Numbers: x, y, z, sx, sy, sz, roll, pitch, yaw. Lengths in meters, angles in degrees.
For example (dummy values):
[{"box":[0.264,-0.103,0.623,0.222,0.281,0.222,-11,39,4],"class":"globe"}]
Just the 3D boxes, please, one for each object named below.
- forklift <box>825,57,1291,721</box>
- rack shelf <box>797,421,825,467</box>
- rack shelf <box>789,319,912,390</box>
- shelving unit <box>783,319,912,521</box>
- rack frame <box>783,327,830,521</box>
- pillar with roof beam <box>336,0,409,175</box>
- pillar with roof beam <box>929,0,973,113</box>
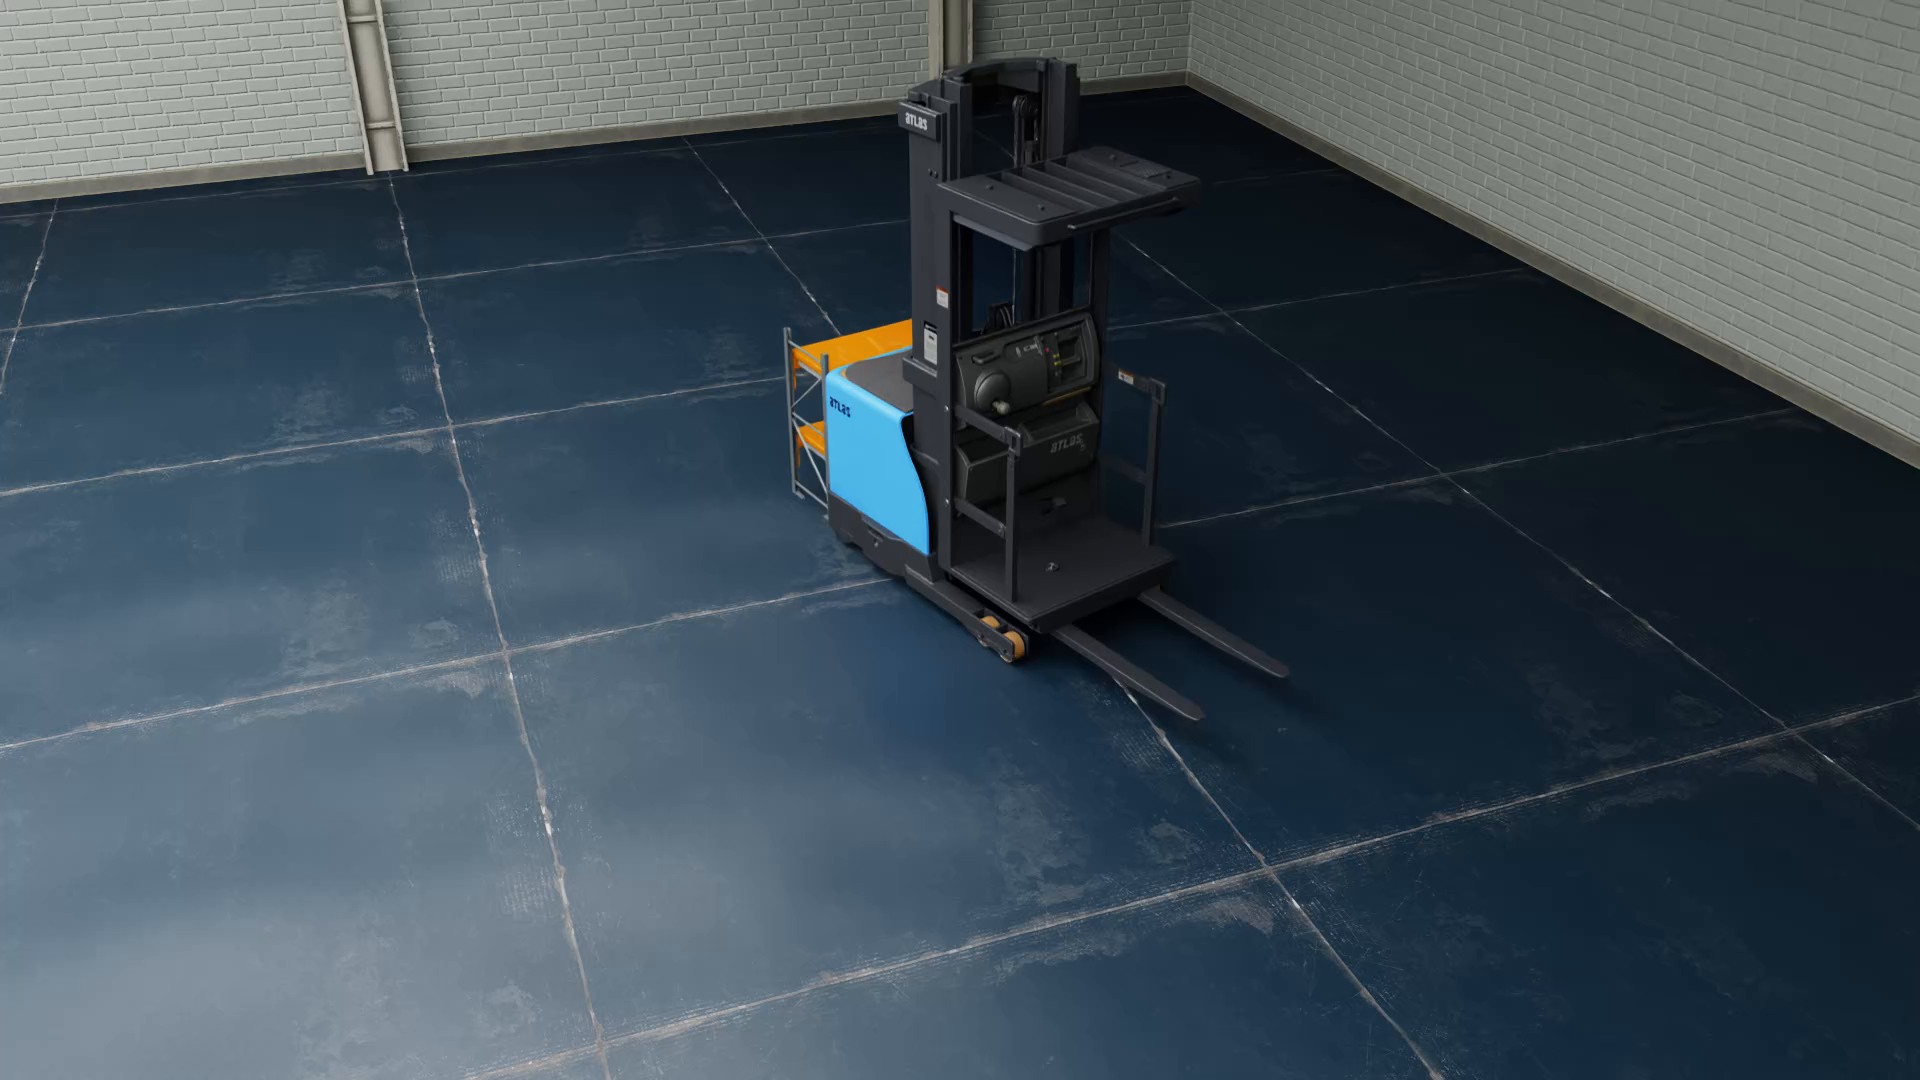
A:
[{"box":[0.498,-0.893,8.707,1.130,2.935,3.031,-21,36,-32],"class":"forklift"},{"box":[-0.499,-0.627,10.558,1.000,0.278,0.538,-18,34,-29],"class":"rack shelf"},{"box":[-0.499,-1.094,10.292,1.000,0.278,0.538,-18,34,-29],"class":"rack shelf"},{"box":[-0.499,-0.839,10.437,1.048,1.125,0.538,-18,34,-29],"class":"shelving unit"},{"box":[-0.921,-0.699,10.191,0.032,1.125,0.500,-18,34,-29],"class":"rack frame"},{"box":[-4.219,-5.627,10.887,0.400,9.000,9.100,-10,31,-18],"class":"pillar with roof beam"},{"box":[1.404,-6.663,12.705,0.400,9.000,9.100,-10,31,-18],"class":"pillar with roof beam"}]
